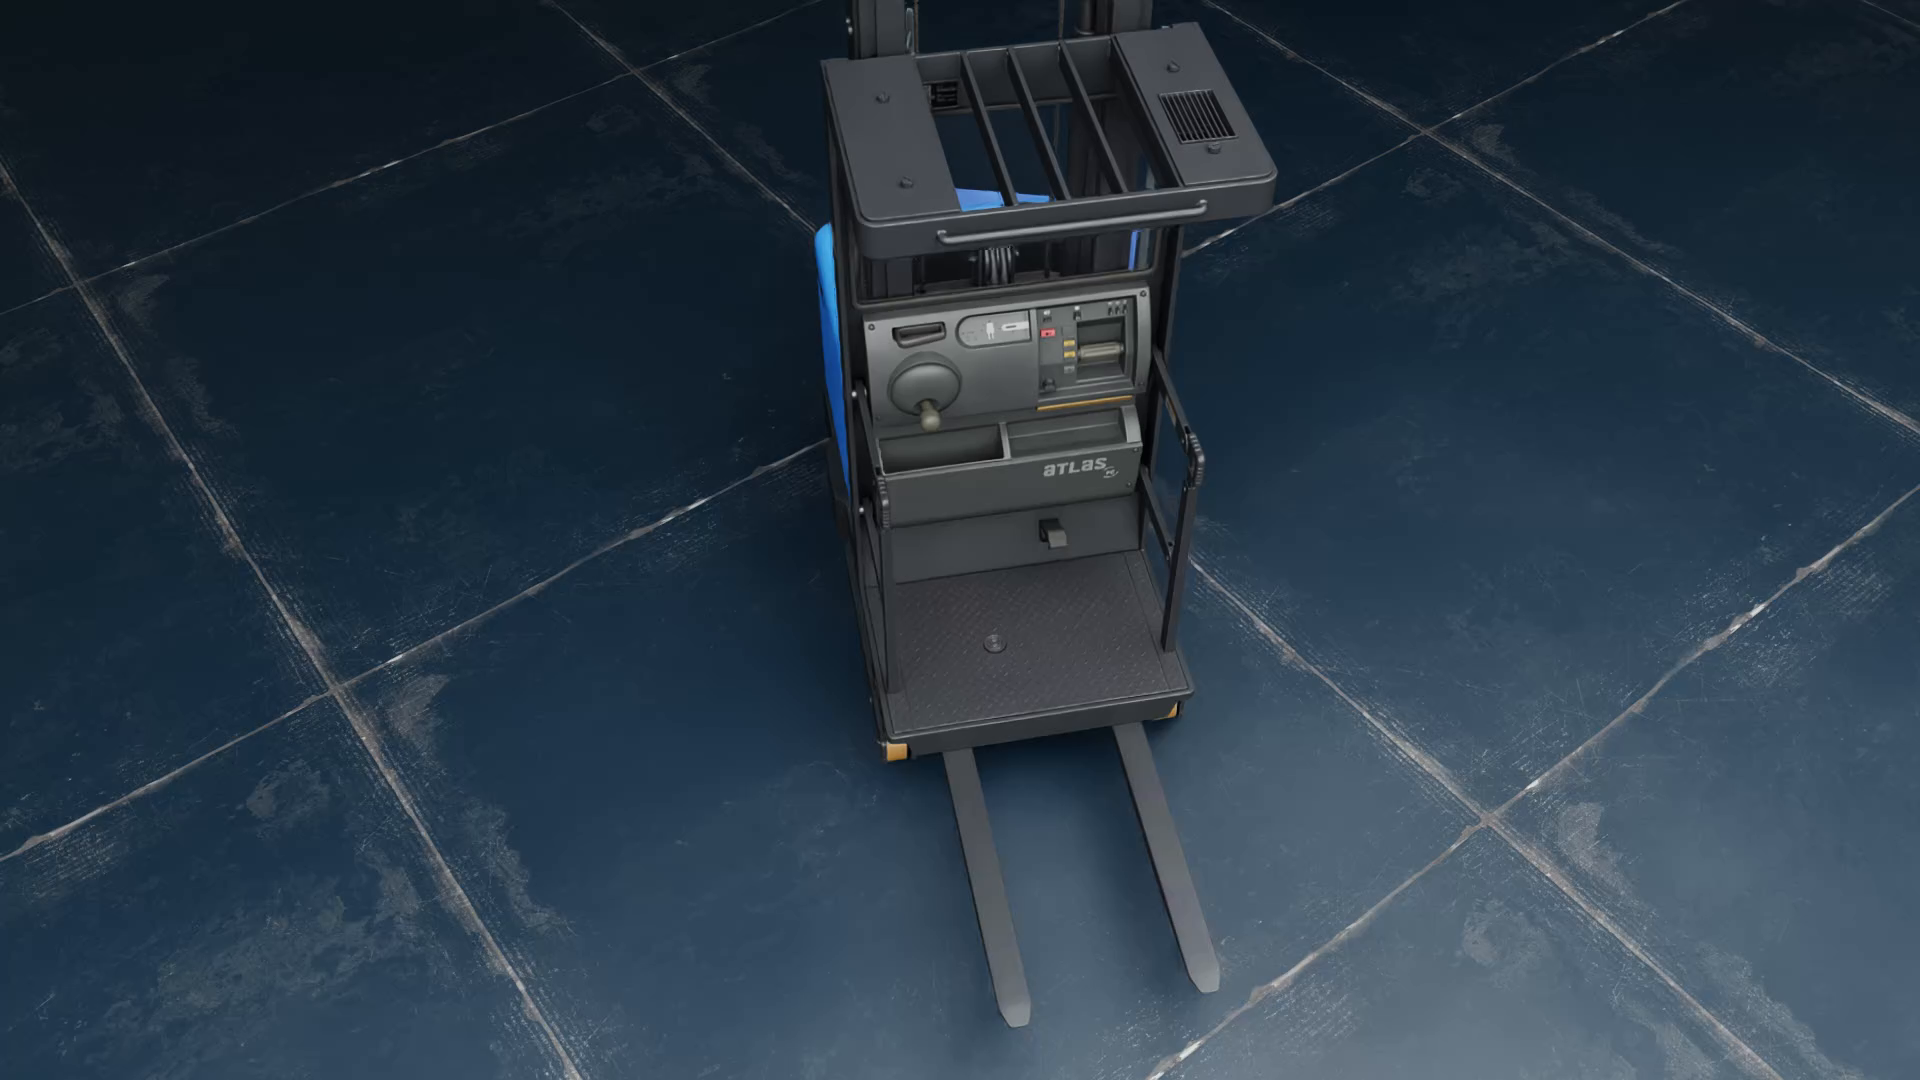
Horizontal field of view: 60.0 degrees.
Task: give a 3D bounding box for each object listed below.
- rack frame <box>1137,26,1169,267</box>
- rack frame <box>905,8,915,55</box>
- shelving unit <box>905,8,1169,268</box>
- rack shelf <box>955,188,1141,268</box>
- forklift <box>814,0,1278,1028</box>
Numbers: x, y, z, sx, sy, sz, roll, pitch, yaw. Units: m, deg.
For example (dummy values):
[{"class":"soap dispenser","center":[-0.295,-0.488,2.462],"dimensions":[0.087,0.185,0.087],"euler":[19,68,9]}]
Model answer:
[{"class":"rack frame","center":[0.776,-1.342,6.953],"dimensions":[0.032,1.500,0.500],"euler":[6,48,5]},{"class":"rack frame","center":[-0.232,-1.442,7.044],"dimensions":[0.032,1.500,0.500],"euler":[6,48,5]},{"class":"shelving unit","center":[0.272,-1.392,6.998],"dimensions":[1.048,1.500,0.538],"euler":[6,48,5]},{"class":"rack shelf","center":[0.272,-1.271,7.132],"dimensions":[1.000,0.185,0.538],"euler":[6,48,5]},{"class":"forklift","center":[0.201,-0.488,5.213],"dimensions":[1.130,2.935,3.031],"euler":[-8,48,-7]}]
